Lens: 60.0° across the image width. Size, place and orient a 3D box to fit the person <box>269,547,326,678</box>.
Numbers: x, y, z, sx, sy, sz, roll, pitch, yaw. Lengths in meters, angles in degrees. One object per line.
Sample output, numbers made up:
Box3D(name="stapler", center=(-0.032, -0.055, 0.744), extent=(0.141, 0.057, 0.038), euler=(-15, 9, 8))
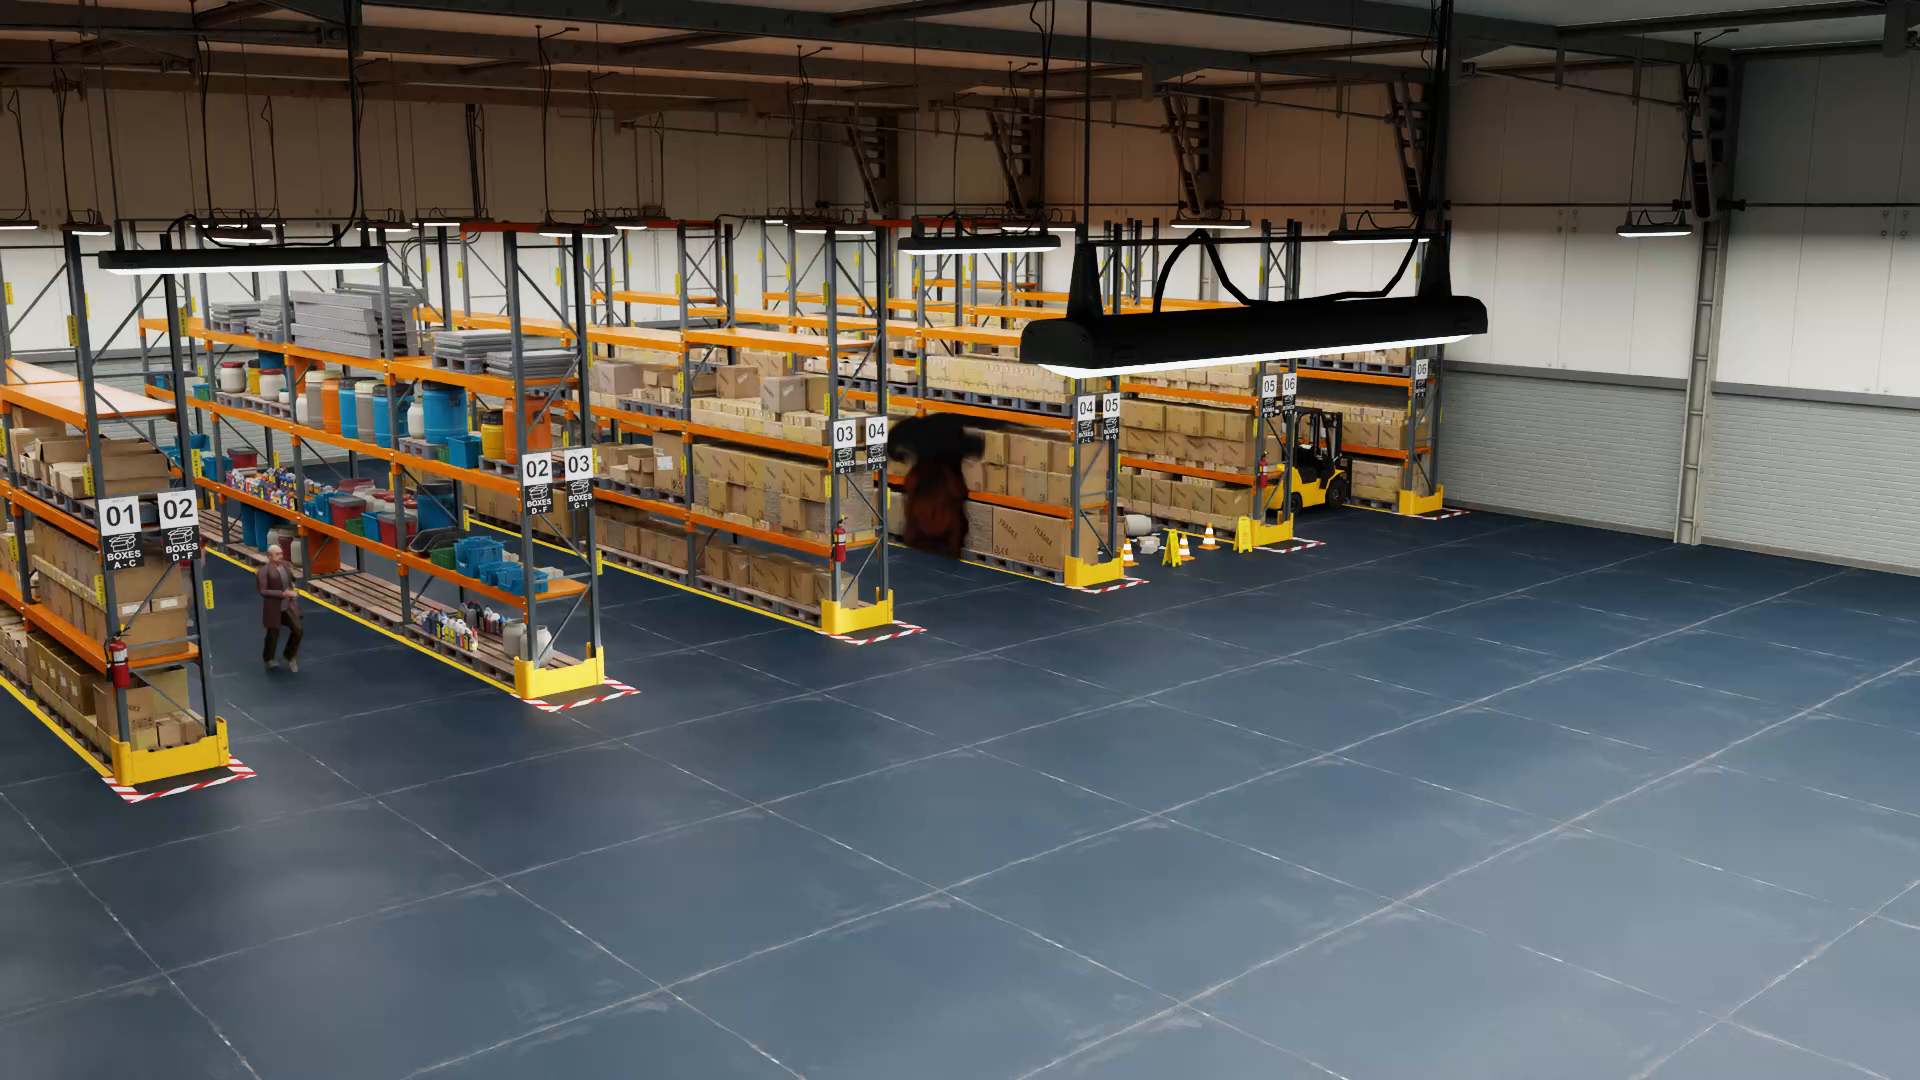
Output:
Box3D(name="person", center=(-9.004, 0.953, 22.494), extent=(1.056, 1.762, 0.694), euler=(7, 13, 32))

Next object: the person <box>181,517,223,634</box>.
Box3D(name="person", center=(-11.468, 0.523, 25.118), extent=(0.870, 1.811, 0.622), euler=(8, 14, 33))
